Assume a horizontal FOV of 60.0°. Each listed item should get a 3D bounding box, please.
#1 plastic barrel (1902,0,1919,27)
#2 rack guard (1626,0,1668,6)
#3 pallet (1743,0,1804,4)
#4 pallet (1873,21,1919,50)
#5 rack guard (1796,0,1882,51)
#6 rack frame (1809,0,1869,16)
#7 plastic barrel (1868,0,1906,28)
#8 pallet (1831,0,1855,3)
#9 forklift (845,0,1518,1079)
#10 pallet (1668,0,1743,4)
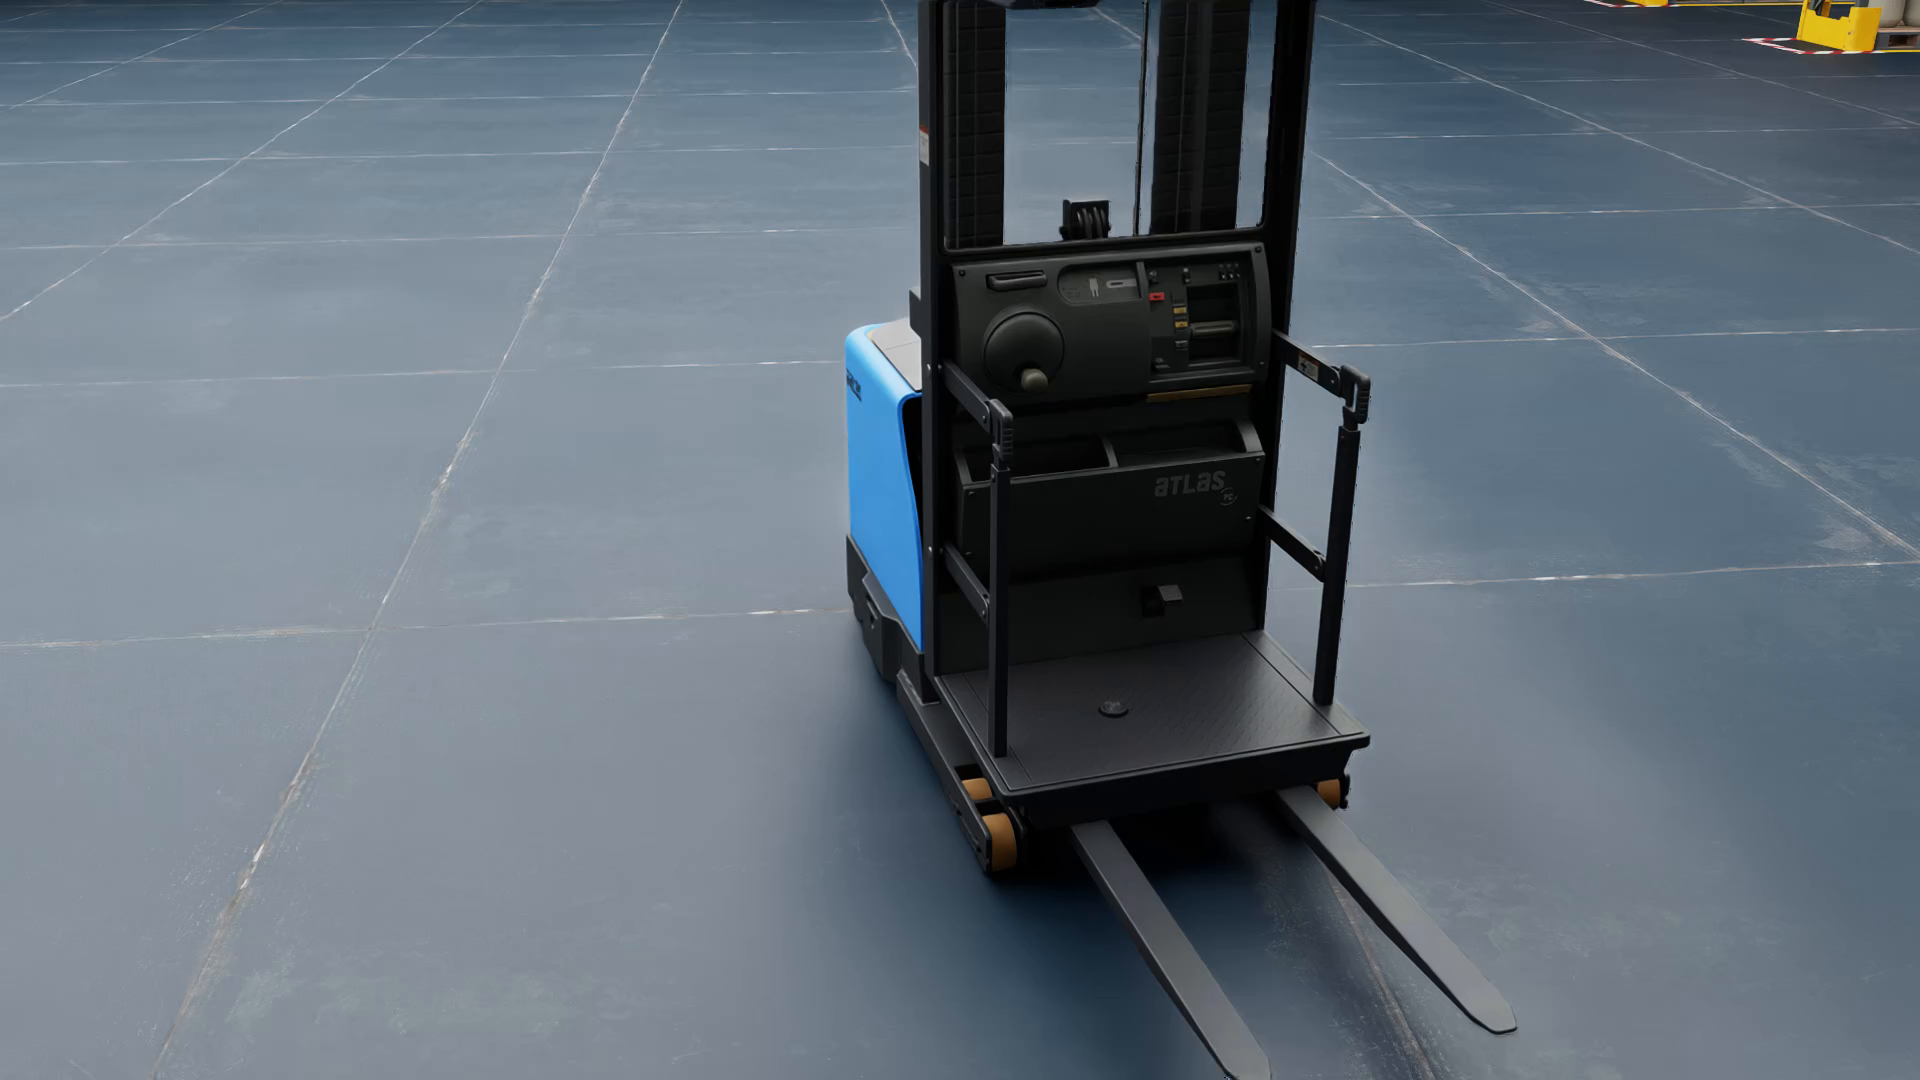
[{"bbox_3d":[11.827,-6.576,20.397,0.421,0.512,0.421,0,24,0],"label":"plastic barrel"},{"bbox_3d":[10.174,-8.303,24.814,0.348,0.500,1.175,-2,24,-5],"label":"rack guard"},{"bbox_3d":[12.166,-8.267,25.088,1.213,0.211,1.003,-2,24,-5],"label":"pallet"},{"bbox_3d":[11.561,-6.222,20.488,1.213,0.211,1.003,-2,24,-5],"label":"pallet"},{"bbox_3d":[10.752,-6.323,20.361,0.348,0.500,1.175,-2,24,-5],"label":"rack guard"},{"bbox_3d":[10.681,-7.444,19.804,0.127,3.000,1.000,-2,24,-5],"label":"rack frame"},{"bbox_3d":[11.328,-6.556,20.352,0.421,0.512,0.421,0,24,0],"label":"plastic barrel"},{"bbox_3d":[13.383,-8.317,25.201,1.213,0.211,1.003,-2,24,-5],"label":"pallet"},{"bbox_3d":[0.498,-0.589,4.466,1.130,2.935,3.031,-7,25,-15],"label":"forklift"},{"bbox_3d":[10.955,-8.219,24.982,1.213,0.211,1.003,-2,24,-5],"label":"pallet"}]
